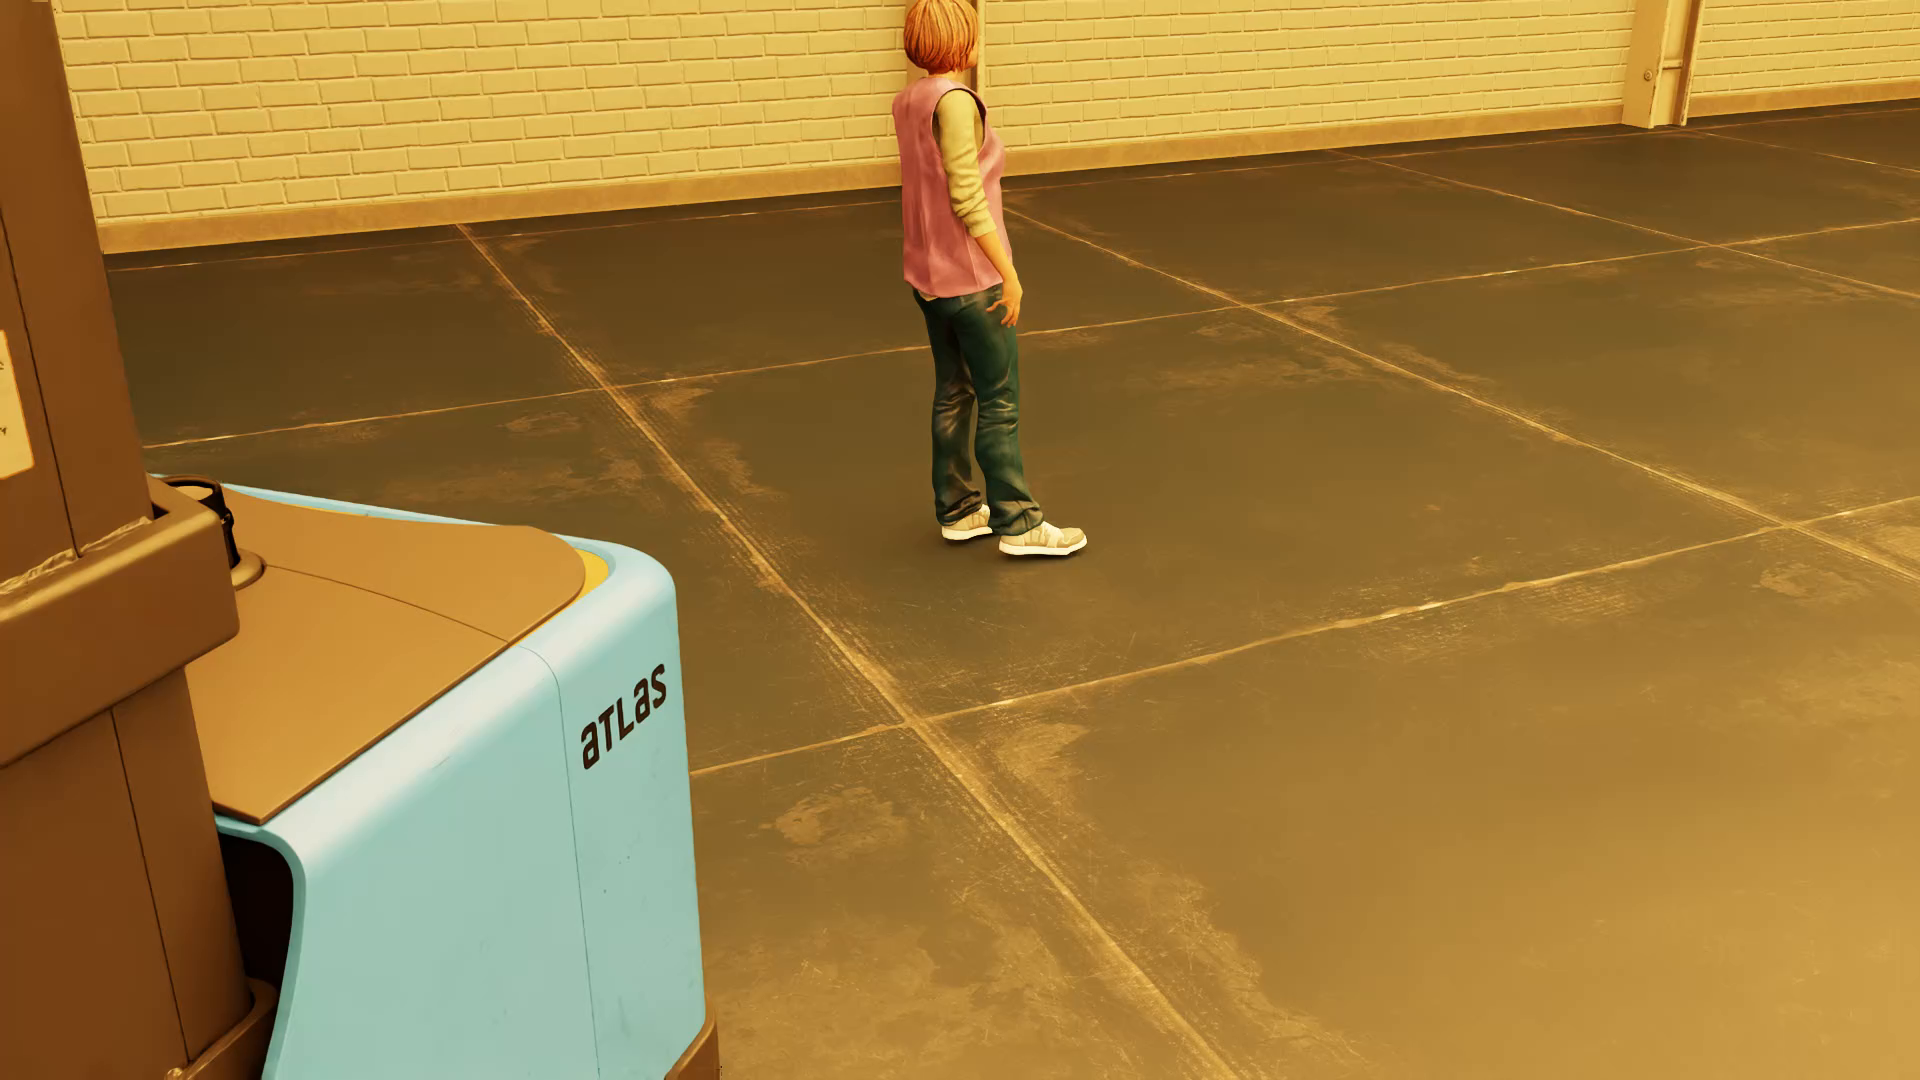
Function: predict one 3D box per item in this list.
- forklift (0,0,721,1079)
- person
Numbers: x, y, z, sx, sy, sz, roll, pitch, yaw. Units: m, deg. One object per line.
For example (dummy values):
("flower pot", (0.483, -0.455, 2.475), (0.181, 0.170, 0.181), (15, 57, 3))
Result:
("forklift", (-1.359, 0.116, 1.006), (1.130, 2.935, 3.031), (8, 24, 19))
("person", (0.073, -0.751, 4.816), (0.473, 1.599, 0.521), (-10, 25, -23))
